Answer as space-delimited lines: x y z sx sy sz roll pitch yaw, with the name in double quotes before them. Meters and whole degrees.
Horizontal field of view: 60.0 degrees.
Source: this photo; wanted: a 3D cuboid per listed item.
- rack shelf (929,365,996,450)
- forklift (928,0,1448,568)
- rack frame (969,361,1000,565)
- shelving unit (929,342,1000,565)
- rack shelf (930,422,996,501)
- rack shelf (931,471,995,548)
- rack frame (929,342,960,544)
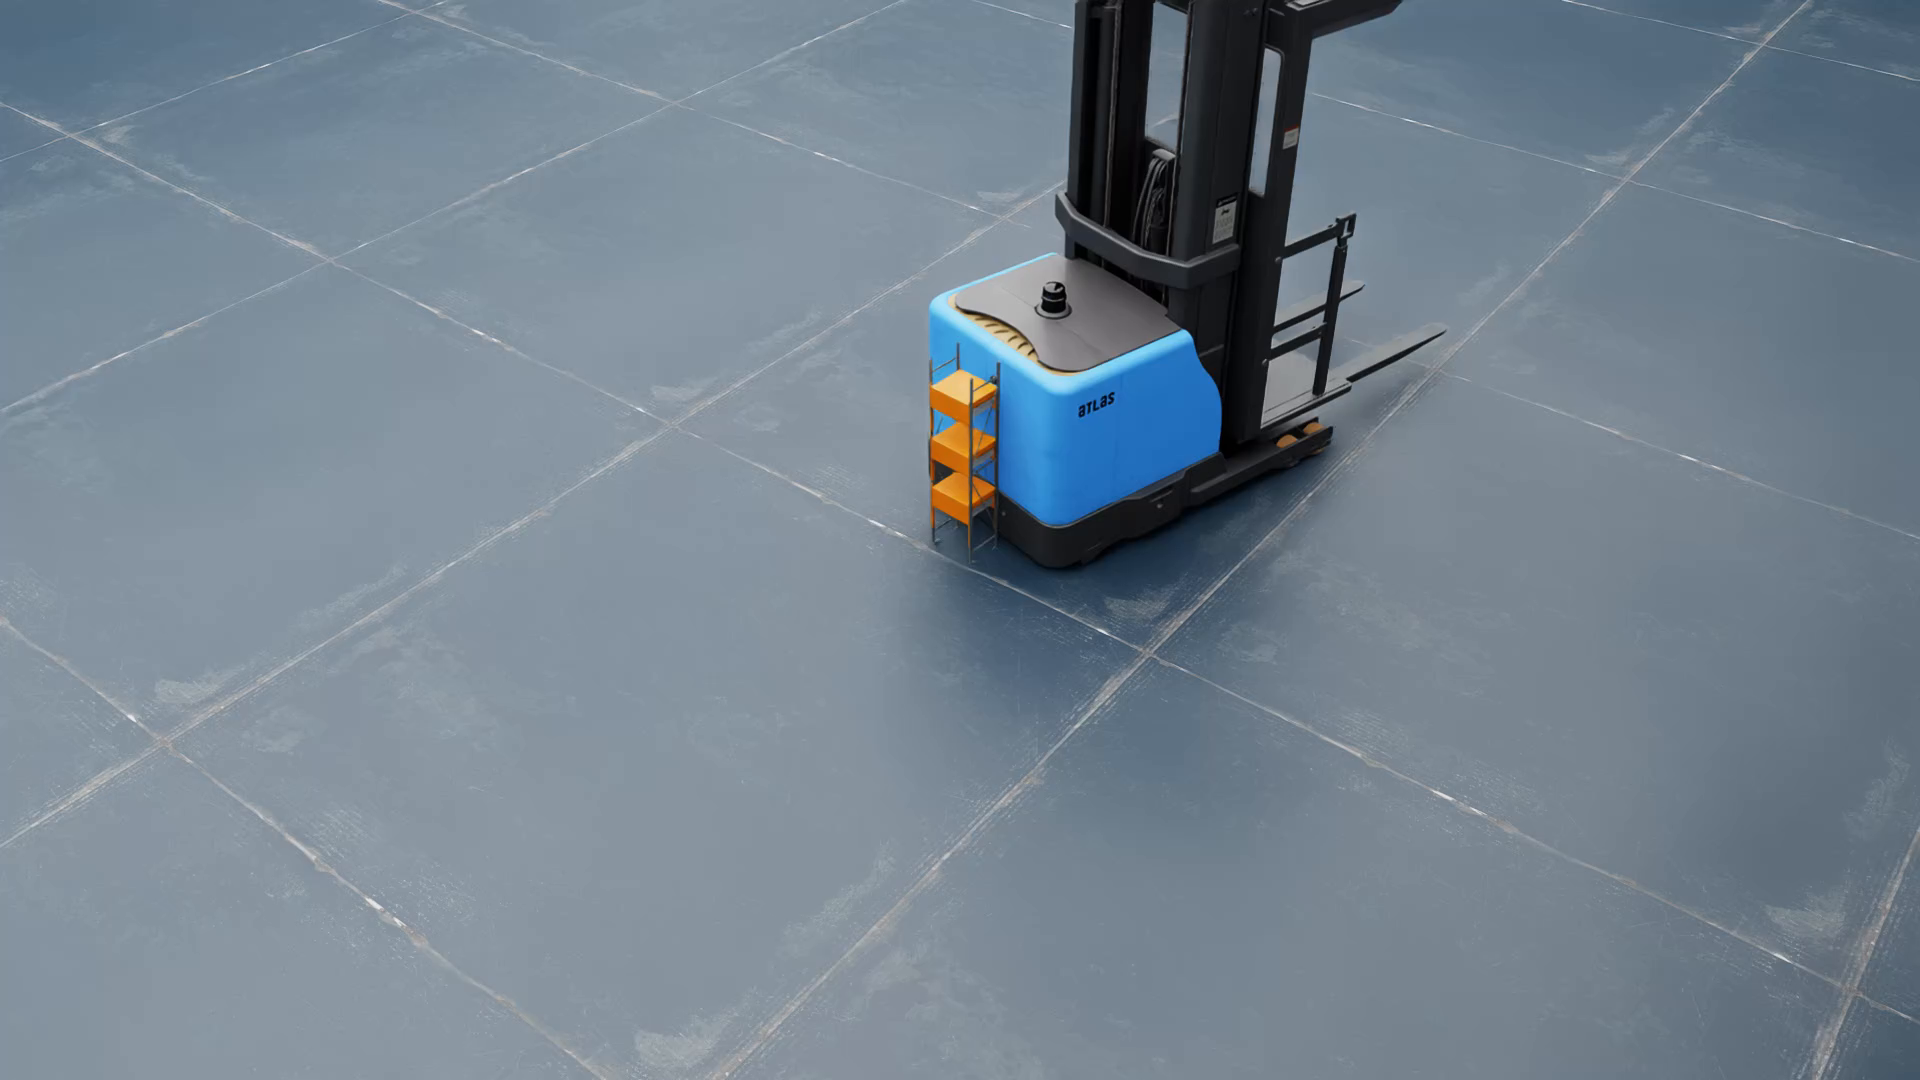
"rack shelf" 0.021 -0.604 7.587 0.240 0.259 0.215 29 47 32
"forklift" 1.318 -1.763 7.985 3.031 2.935 1.130 -25 45 -29
"rack frame" 0.111 -0.338 7.691 0.008 1.050 0.200 29 47 32
"shelving unit" 0.021 -0.389 7.755 0.252 1.050 0.215 29 47 32
"rack shelf" 0.021 -0.380 7.762 0.240 0.259 0.215 29 47 32
"rack shelf" 0.021 -0.161 7.933 0.240 0.259 0.215 29 47 32
"rack frame" -0.070 -0.439 7.820 0.008 1.050 0.200 29 47 32
